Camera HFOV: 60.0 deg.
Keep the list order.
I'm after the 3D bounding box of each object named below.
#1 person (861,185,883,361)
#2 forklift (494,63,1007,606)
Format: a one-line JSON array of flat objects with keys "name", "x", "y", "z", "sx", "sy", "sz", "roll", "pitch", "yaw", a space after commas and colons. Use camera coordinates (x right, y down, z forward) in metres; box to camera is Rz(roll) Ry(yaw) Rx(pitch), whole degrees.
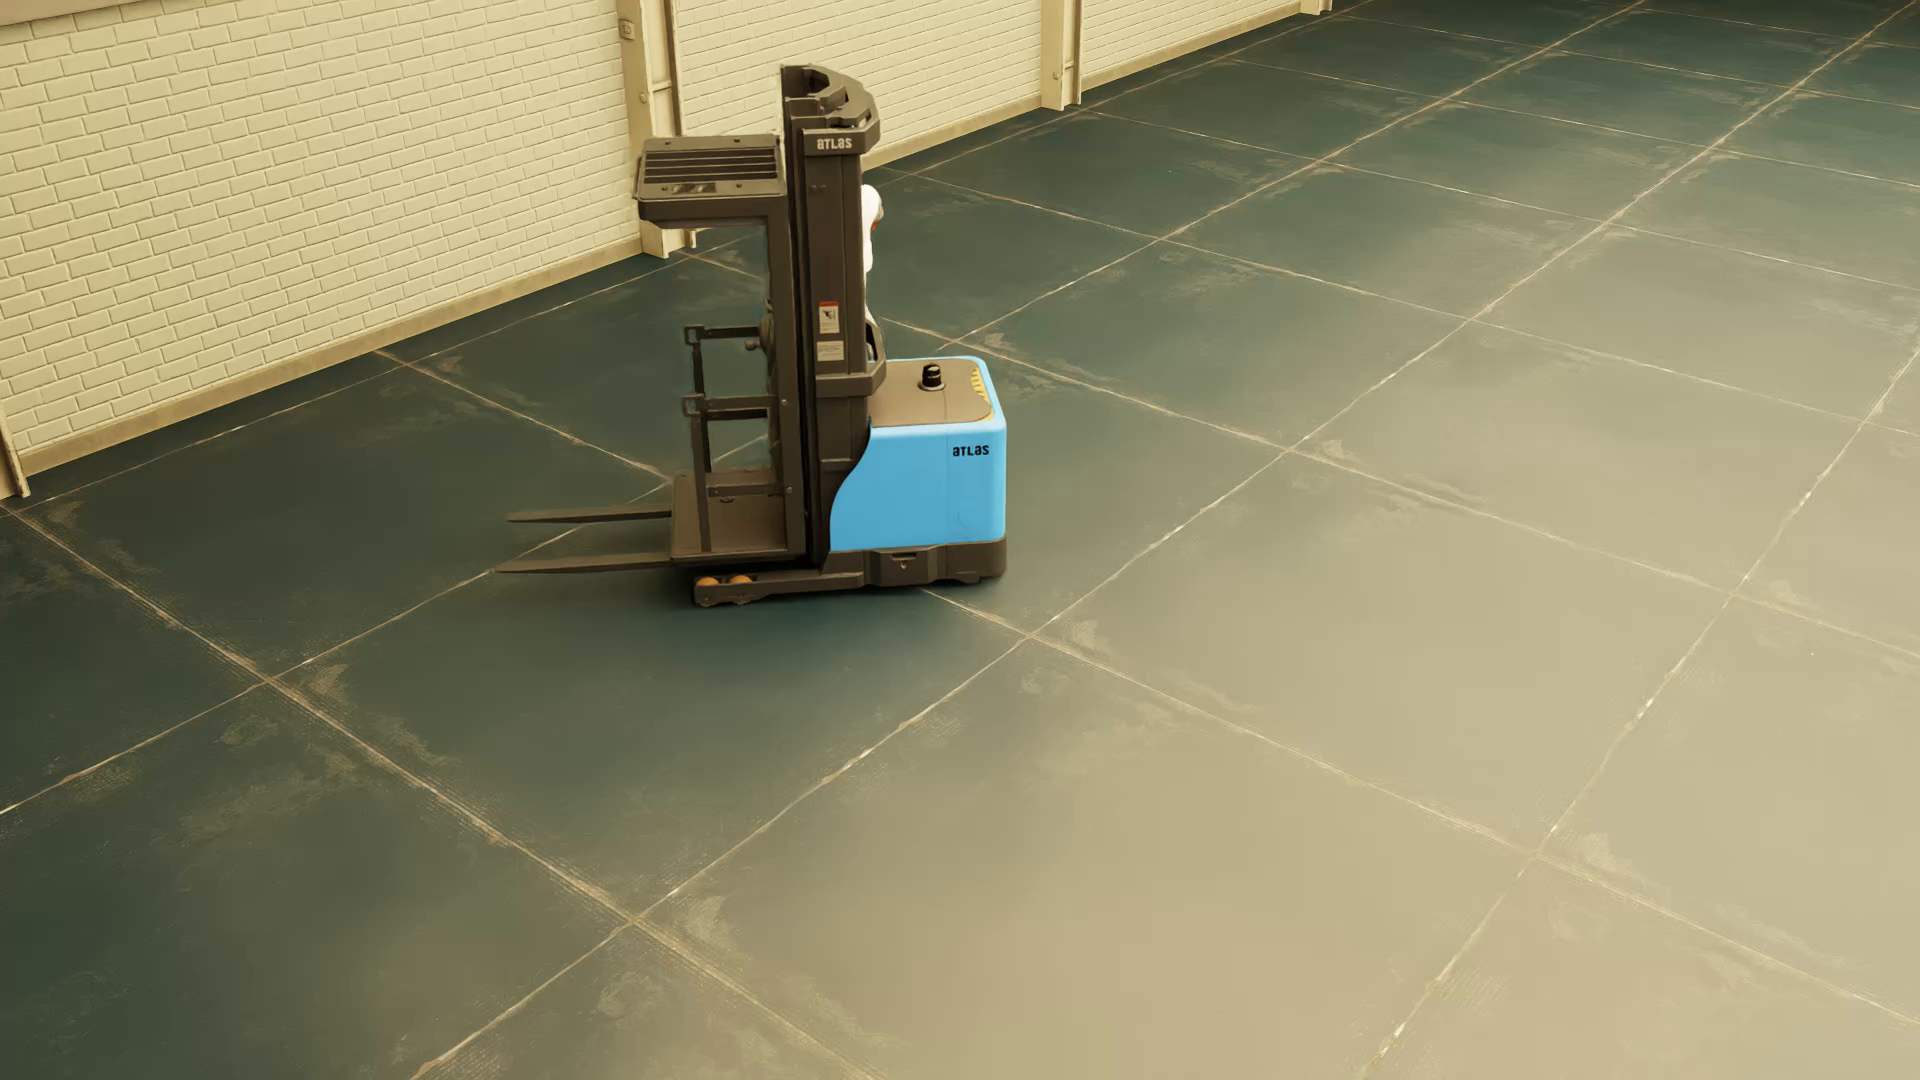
[{"name": "person", "x": -0.918, "y": -2.045, "z": 12.278, "sx": 0.775, "sy": 1.738, "sz": 0.530, "roll": -19, "pitch": 35, "yaw": -29}, {"name": "forklift", "x": -1.275, "y": -1.157, "z": 9.575, "sx": 3.031, "sy": 2.935, "sz": 1.130, "roll": -4, "pitch": 31, "yaw": -6}]
